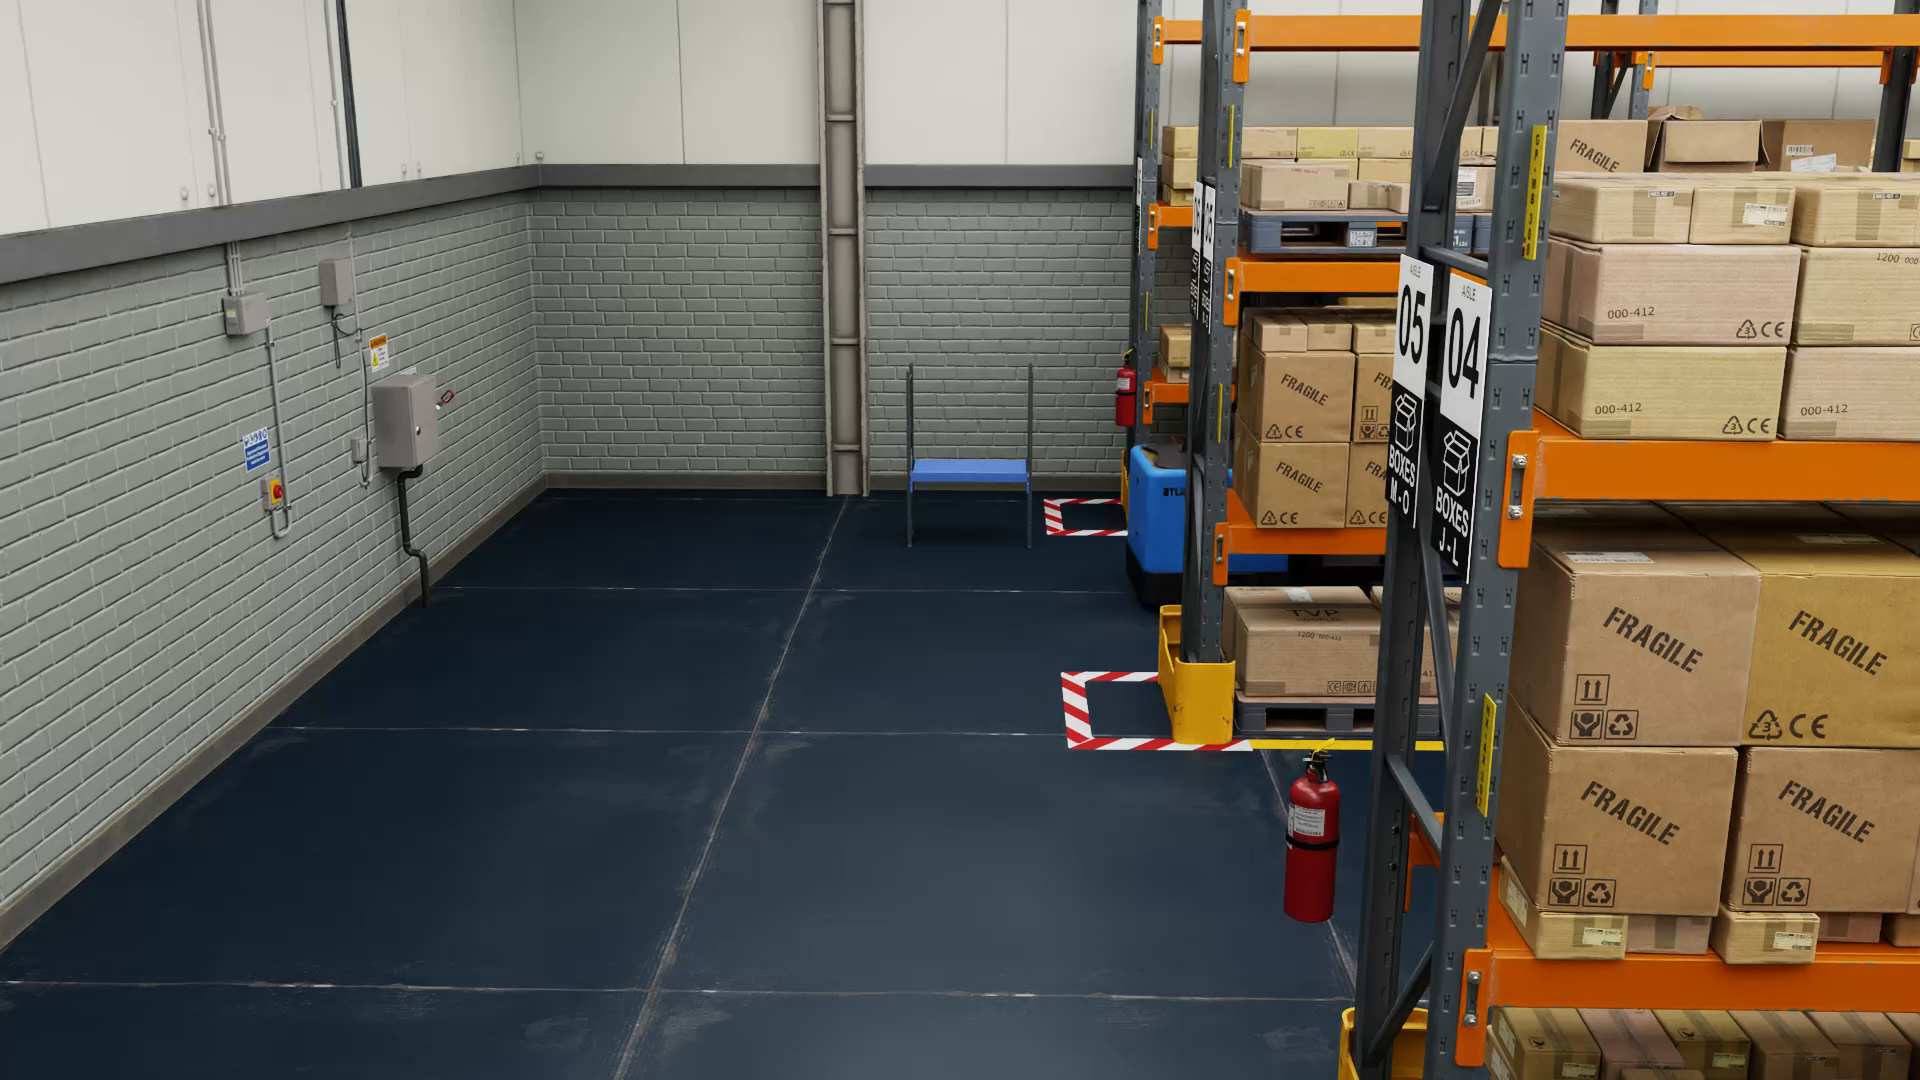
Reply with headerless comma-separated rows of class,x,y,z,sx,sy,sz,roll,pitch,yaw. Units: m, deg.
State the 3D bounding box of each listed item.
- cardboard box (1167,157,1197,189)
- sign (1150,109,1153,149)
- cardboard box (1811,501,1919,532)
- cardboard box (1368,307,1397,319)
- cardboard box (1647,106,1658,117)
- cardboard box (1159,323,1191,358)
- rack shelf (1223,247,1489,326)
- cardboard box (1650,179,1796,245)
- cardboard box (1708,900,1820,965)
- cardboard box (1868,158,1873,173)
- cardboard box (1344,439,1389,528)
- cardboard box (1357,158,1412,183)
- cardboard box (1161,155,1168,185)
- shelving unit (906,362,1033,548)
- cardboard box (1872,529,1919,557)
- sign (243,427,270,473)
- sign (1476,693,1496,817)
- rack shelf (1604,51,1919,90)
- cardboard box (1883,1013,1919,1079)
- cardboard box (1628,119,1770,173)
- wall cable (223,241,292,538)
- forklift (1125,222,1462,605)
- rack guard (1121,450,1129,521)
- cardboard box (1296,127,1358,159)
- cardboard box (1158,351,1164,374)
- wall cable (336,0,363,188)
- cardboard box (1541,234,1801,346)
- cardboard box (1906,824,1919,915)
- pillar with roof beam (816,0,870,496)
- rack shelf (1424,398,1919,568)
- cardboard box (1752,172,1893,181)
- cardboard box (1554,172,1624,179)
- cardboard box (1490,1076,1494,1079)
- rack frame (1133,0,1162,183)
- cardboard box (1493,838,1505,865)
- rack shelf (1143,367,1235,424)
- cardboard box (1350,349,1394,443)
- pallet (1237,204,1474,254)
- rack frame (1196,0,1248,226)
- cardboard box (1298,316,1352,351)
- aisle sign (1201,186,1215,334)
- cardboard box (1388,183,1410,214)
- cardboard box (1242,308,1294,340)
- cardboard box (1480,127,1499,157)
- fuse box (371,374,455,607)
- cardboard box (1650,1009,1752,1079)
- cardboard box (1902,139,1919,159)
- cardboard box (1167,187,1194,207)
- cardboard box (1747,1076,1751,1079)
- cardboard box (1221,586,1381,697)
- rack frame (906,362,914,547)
cardboard box,2.032,-3.111,14.081,0.500,0.250,0.500,0,15,1
sign,1.582,-3.396,13.739,0.005,0.325,0.100,0,15,1
cardboard box,2.938,0.136,5.207,0.500,0.500,0.500,1,15,4
cardboard box,2.602,-1.302,9.968,0.250,0.149,0.380,1,15,3
cardboard box,5.902,-3.575,14.210,0.258,0.266,0.396,0,15,1
cardboard box,2.062,-1.798,14.984,0.500,0.250,0.500,1,15,3
rack shelf,3.472,-1.485,9.620,4.000,0.370,1.077,0,15,1
cardboard box,2.020,-0.879,4.443,0.250,0.149,0.380,1,15,4
cardboard box,2.286,1.081,4.855,0.250,0.149,0.380,0,15,0
cardboard box,7.420,-3.109,13.837,0.250,0.149,0.380,1,15,3
cardboard box,2.452,-0.372,9.672,0.500,0.500,0.500,0,15,1
cardboard box,3.570,-3.109,14.074,0.500,0.250,0.500,0,15,1
cardboard box,2.047,-3.250,14.609,0.500,0.250,0.500,0,15,0
shelving unit,0.085,-0.725,14.147,1.048,1.500,0.538,0,15,1
cardboard box,2.913,0.273,4.686,0.500,0.500,0.500,0,15,0
sign,-4.227,-0.545,9.997,0.001,0.218,0.327,0,15,1
sign,1.434,0.587,4.538,0.005,0.325,0.100,0,15,1
rack shelf,7.594,-3.982,13.987,4.000,0.370,1.077,0,15,1
cardboard box,3.283,1.715,5.559,0.250,0.149,0.380,0,15,0
cardboard box,4.123,-2.122,9.401,0.637,0.503,0.797,2,15,6
wall cable,-4.165,-0.933,9.943,0.123,1.953,0.585,0,15,1
forklift,2.841,-1.021,12.464,3.031,2.935,1.130,-1,15,-2
rack guard,1.672,-0.452,15.075,0.348,0.500,1.175,0,15,1
cardboard box,3.044,-3.350,14.009,0.500,0.250,0.500,0,15,1
cardboard box,1.934,-1.606,15.041,0.250,0.149,0.380,0,15,1
wall cable,-4.090,-4.182,12.477,0.133,3.039,2.988,0,15,1
cardboard box,1.890,-0.683,4.483,0.500,0.250,0.500,1,15,2
cardboard box,2.914,0.752,4.831,0.500,0.500,0.500,1,15,2
pillar with roof beam,-1.186,-3.712,10.769,0.400,9.000,9.100,0,15,1
rack shelf,3.447,-0.222,4.832,4.000,0.370,1.077,0,15,1
cardboard box,2.555,-1.016,4.962,0.250,0.149,0.380,1,15,2
cardboard box,1.787,-1.018,4.970,0.250,0.149,0.380,0,15,1
cardboard box,1.979,1.993,5.671,0.250,0.149,0.380,1,15,2
rack frame,1.596,-4.562,13.993,0.127,3.000,1.000,0,15,1
cardboard box,1.781,0.919,5.470,0.250,0.149,0.380,0,15,1
rack shelf,3.595,-1.301,14.800,4.000,0.370,1.077,0,15,1
cardboard box,2.462,-0.850,9.526,0.500,0.500,0.500,0,15,0
pallet,2.215,-1.801,9.580,1.213,0.211,1.003,0,15,1
rack frame,1.473,-3.296,9.195,0.127,3.000,1.000,0,15,1
cardboard box,2.084,-1.185,9.523,0.250,0.149,0.380,1,15,3
aisle sign,1.393,-1.579,9.350,0.004,0.787,0.394,0,15,1
cardboard box,2.555,-1.910,9.294,0.250,0.149,0.380,1,15,3
cardboard box,1.837,-1.290,9.922,0.250,0.149,0.380,1,15,2
cardboard box,4.576,-3.342,13.978,0.500,0.250,0.500,0,15,1
fuse box,-3.965,-0.338,12.268,0.414,1.711,0.539,0,15,1
cardboard box,2.495,1.679,5.694,0.250,0.149,0.380,0,15,0
cardboard box,7.945,-3.259,13.863,0.250,0.149,0.380,0,15,2
cardboard box,1.909,-2.929,14.175,0.250,0.149,0.380,1,15,3
cardboard box,2.768,1.860,5.591,0.250,0.149,0.380,0,15,1
cardboard box,2.135,0.619,10.314,0.875,0.438,0.875,0,15,0
rack frame,-0.423,-0.728,14.159,0.032,1.500,0.500,0,15,1
